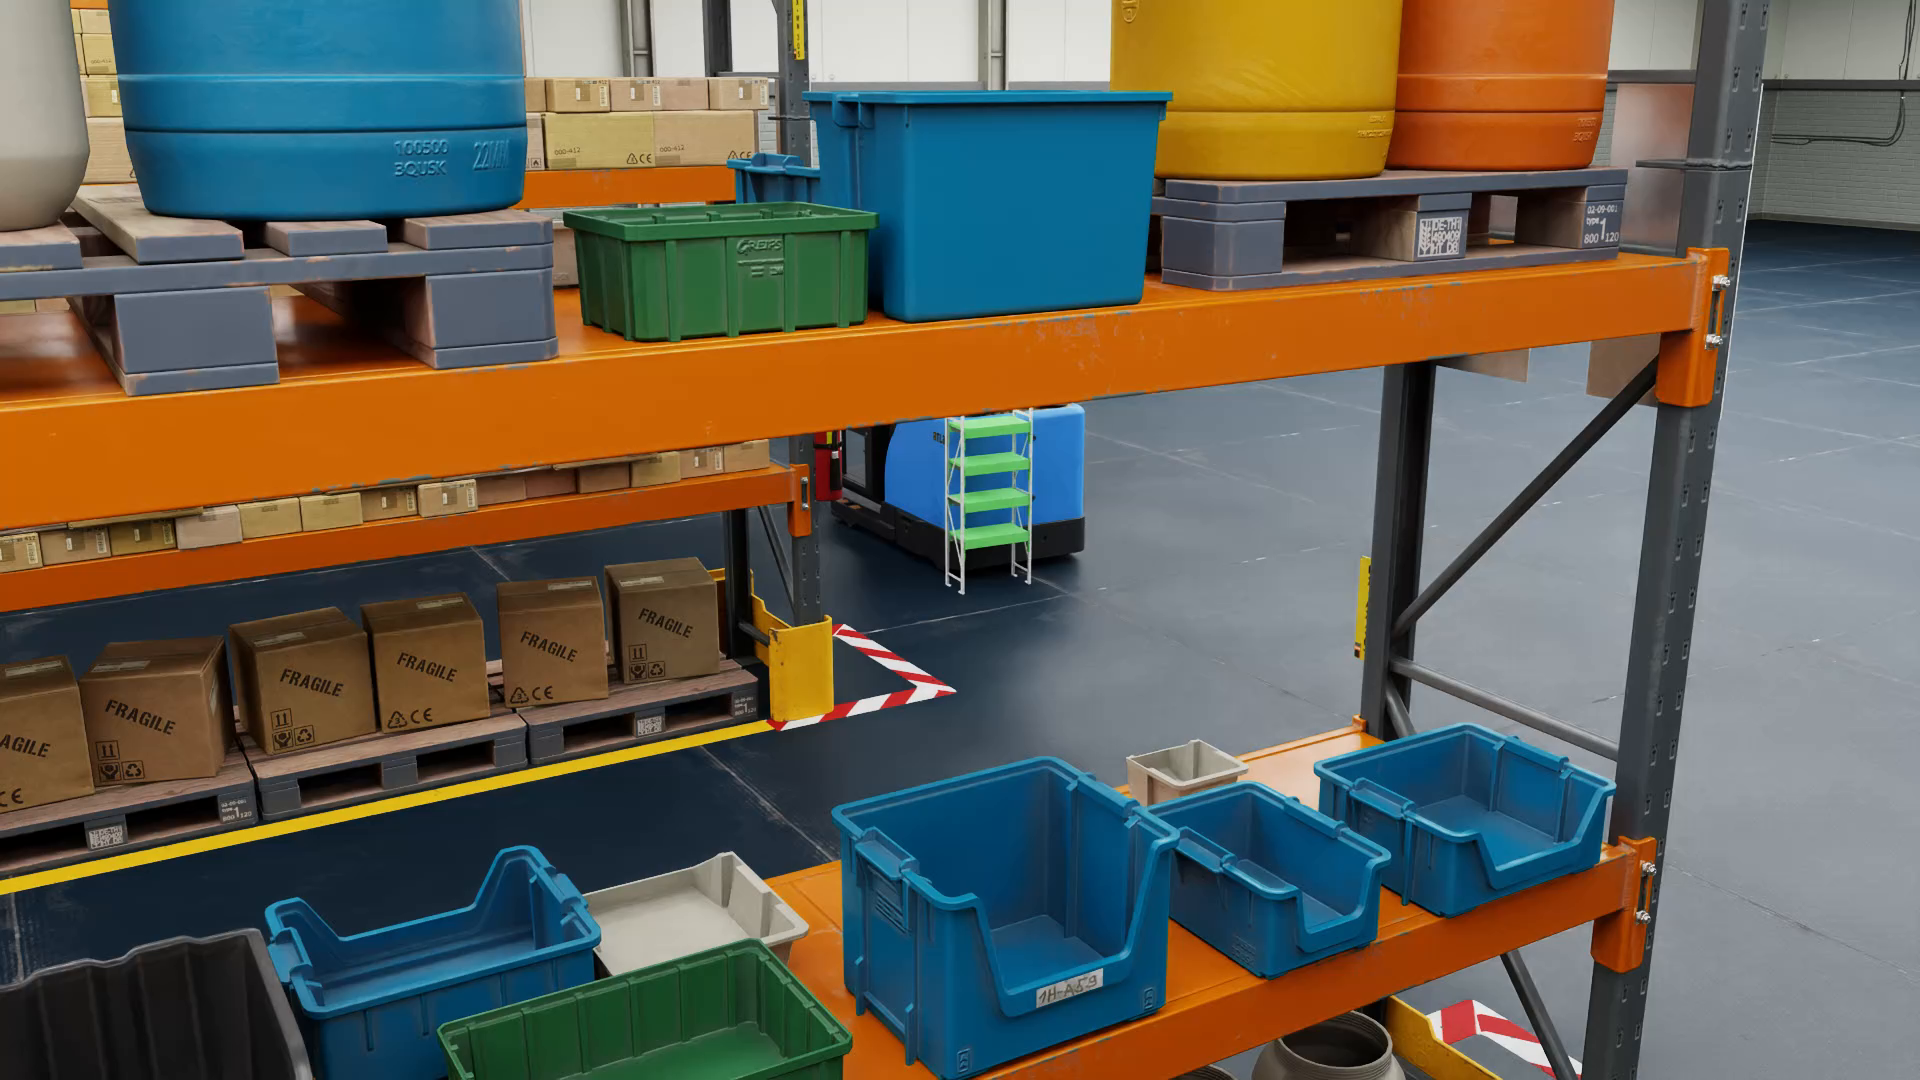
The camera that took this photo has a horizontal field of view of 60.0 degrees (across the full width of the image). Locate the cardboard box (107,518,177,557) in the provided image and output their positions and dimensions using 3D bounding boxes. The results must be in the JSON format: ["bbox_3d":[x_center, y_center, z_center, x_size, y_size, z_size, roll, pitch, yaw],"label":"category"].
[{"bbox_3d":[-3.481,-0.062,7.039,0.250,0.149,0.380,-9,18,-30],"label":"cardboard box"}]

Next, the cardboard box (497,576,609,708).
[{"bbox_3d":[-2.061,0.507,8.399,0.500,0.500,0.500,-4,16,-15],"label":"cardboard box"}]

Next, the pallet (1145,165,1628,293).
[{"bbox_3d":[0.769,-0.784,3.942,1.213,0.211,1.003,-9,18,-30],"label":"pallet"}]

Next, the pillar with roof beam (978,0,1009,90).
[{"bbox_3d":[2.757,-7.782,22.999,0.400,9.000,9.100,-9,18,-30],"label":"pillar with roof beam"}]

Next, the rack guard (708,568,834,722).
[{"bbox_3d":[-1.087,0.545,9.038,0.348,0.500,1.175,-9,18,-30],"label":"rack guard"}]

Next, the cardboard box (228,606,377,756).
[{"bbox_3d":[-3.109,0.656,7.864,0.500,0.500,0.500,-11,19,-35],"label":"cardboard box"}]

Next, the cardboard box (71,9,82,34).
[{"bbox_3d":[-5.779,-3.310,10.629,0.250,0.149,0.380,-10,18,-31],"label":"cardboard box"}]

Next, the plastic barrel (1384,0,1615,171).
[{"bbox_3d":[1.178,-1.279,3.785,0.708,0.830,0.600,-9,18,-30],"label":"plastic barrel"}]

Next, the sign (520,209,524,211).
[{"bbox_3d":[-3.222,-2.375,12.239,0.005,0.325,0.100,-9,18,-30],"label":"sign"}]

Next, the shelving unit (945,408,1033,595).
[{"bbox_3d":[0.184,-0.287,10.712,0.503,1.200,0.258,-8,17,-26],"label":"shelving unit"}]

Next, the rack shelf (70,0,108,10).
[{"bbox_3d":[-10.400,-6.181,19.363,4.000,0.370,1.077,-9,18,-30],"label":"rack shelf"}]

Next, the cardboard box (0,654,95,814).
[{"bbox_3d":[-4.087,0.842,7.201,0.500,0.500,0.500,-10,18,-31],"label":"cardboard box"}]

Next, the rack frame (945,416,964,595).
[{"bbox_3d":[-0.033,-0.258,10.606,0.015,1.200,0.240,-8,17,-26],"label":"rack frame"}]

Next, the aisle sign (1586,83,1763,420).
[{"bbox_3d":[1.743,-0.716,4.090,0.004,0.787,0.394,-9,18,-30],"label":"aisle sign"}]

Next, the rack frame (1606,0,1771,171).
[{"bbox_3d":[1.529,-2.412,3.841,0.127,3.000,1.000,-9,18,-30],"label":"rack frame"}]

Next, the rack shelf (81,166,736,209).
[{"bbox_3d":[-2.736,-1.489,7.439,4.000,0.370,1.077,-9,18,-30],"label":"rack shelf"}]

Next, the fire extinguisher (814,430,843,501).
[{"bbox_3d":[-0.687,-0.541,8.425,0.183,0.674,0.296,-9,18,-30],"label":"fire extinguisher"}]

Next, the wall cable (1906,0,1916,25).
[{"bbox_3d":[20.569,-11.694,33.353,0.112,2.526,3.097,-9,18,-30],"label":"wall cable"}]

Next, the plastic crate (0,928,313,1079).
[{"bbox_3d":[-1.386,1.020,2.830,0.504,0.338,0.767,-9,18,-30],"label":"plastic crate"}]

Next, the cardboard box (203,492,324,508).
[{"bbox_3d":[-3.210,-0.507,7.423,0.500,0.500,0.875,-9,18,-30],"label":"cardboard box"}]

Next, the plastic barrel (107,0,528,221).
[{"bbox_3d":[-0.992,-0.968,2.543,0.708,0.901,0.600,-9,18,-30],"label":"plastic barrel"}]

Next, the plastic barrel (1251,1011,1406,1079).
[{"bbox_3d":[1.004,1.582,4.540,0.421,0.512,0.421,0,16,0],"label":"plastic barrel"}]

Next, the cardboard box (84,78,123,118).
[{"bbox_3d":[-3.388,-1.780,6.686,0.250,0.149,0.380,-9,18,-28],"label":"cardboard box"}]

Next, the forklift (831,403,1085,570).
[{"bbox_3d":[-0.306,-1.558,12.039,1.130,2.935,3.031,-9,18,-28],"label":"forklift"}]

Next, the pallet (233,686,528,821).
[{"bbox_3d":[-2.846,0.958,8.102,1.213,0.211,1.003,-9,18,-30],"label":"pallet"}]

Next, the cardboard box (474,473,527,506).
[{"bbox_3d":[-2.223,-0.283,7.827,0.250,0.149,0.380,-9,18,-30],"label":"cardboard box"}]

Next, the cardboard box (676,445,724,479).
[{"bbox_3d":[-1.375,-0.426,8.337,0.250,0.149,0.380,-9,18,-30],"label":"cardboard box"}]

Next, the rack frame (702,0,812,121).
[{"bbox_3d":[-1.022,-3.557,7.929,0.127,3.000,1.000,-9,18,-30],"label":"rack frame"}]

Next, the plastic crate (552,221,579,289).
[{"bbox_3d":[-0.732,-0.601,3.427,0.396,0.136,0.243,-9,18,-30],"label":"plastic crate"}]

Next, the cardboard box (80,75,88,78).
[{"bbox_3d":[-5.781,-2.926,10.734,0.250,0.149,0.380,-10,18,-31],"label":"cardboard box"}]

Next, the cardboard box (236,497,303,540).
[{"bbox_3d":[-3.053,-0.132,7.287,0.250,0.149,0.380,-9,18,-30],"label":"cardboard box"}]

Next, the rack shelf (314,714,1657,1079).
[{"bbox_3d":[-0.186,1.102,3.756,4.000,0.370,1.077,-9,18,-30],"label":"rack shelf"}]

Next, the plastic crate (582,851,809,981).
[{"bbox_3d":[-0.639,0.876,3.717,0.437,0.136,0.530,-9,18,-30],"label":"plastic crate"}]

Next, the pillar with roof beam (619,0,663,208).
[{"bbox_3d":[-2.386,-6.948,20.024,0.400,9.000,9.100,-9,18,-30],"label":"pillar with roof beam"}]

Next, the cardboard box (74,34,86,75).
[{"bbox_3d":[-5.924,-3.114,10.667,0.500,0.250,0.500,-9,18,-30],"label":"cardboard box"}]

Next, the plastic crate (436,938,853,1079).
[{"bbox_3d":[-0.591,1.012,3.136,0.662,0.188,0.450,-9,18,-30],"label":"plastic crate"}]

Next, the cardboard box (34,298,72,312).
[{"bbox_3d":[-3.506,-0.859,6.829,0.500,0.500,0.500,-9,18,-30],"label":"cardboard box"}]

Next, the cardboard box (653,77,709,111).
[{"bbox_3d":[-1.383,-2.113,7.872,0.250,0.149,0.380,-10,18,-32],"label":"cardboard box"}]

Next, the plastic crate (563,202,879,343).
[{"bbox_3d":[-0.407,-0.465,2.848,0.450,0.188,0.336,-9,18,-30],"label":"plastic crate"}]

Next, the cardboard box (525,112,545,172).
[{"bbox_3d":[-2.175,-1.776,7.408,0.500,0.250,0.500,-9,18,-28],"label":"cardboard box"}]

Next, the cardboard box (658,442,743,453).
[{"bbox_3d":[-1.508,-0.790,8.435,0.500,0.500,0.875,-9,18,-30],"label":"cardboard box"}]

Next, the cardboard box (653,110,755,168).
[{"bbox_3d":[-1.304,-1.915,7.905,0.500,0.250,0.500,-9,18,-28],"label":"cardboard box"}]

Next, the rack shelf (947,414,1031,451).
[{"bbox_3d":[0.184,-0.688,10.599,0.480,0.148,0.258,-8,17,-26],"label":"rack shelf"}]

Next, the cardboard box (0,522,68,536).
[{"bbox_3d":[-4.033,-0.352,6.873,0.500,0.500,0.875,-9,18,-30],"label":"cardboard box"}]

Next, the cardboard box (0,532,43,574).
[{"bbox_3d":[-3.891,0.016,6.760,0.250,0.149,0.380,-9,18,-30],"label":"cardboard box"}]

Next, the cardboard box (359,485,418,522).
[{"bbox_3d":[-2.642,-0.209,7.563,0.250,0.149,0.380,-9,18,-30],"label":"cardboard box"}]

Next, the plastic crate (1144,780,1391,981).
[{"bbox_3d":[0.694,0.776,3.858,0.408,0.251,0.499,-9,18,-30],"label":"plastic crate"}]

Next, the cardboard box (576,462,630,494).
[{"bbox_3d":[-1.785,-0.348,8.059,0.250,0.149,0.380,-9,18,-30],"label":"cardboard box"}]

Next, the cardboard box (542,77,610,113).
[{"bbox_3d":[-1.764,-2.009,7.502,0.250,0.149,0.380,-9,18,-29],"label":"cardboard box"}]

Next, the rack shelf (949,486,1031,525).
[{"bbox_3d":[0.184,-0.226,10.729,0.480,0.148,0.258,-8,17,-26],"label":"rack shelf"}]

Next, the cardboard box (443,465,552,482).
[{"bbox_3d":[-2.325,-0.633,7.875,0.500,0.500,0.875,-9,18,-30],"label":"cardboard box"}]

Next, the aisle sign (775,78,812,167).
[{"bbox_3d":[-0.814,-1.860,8.171,0.004,0.787,0.394,-9,18,-30],"label":"aisle sign"}]
